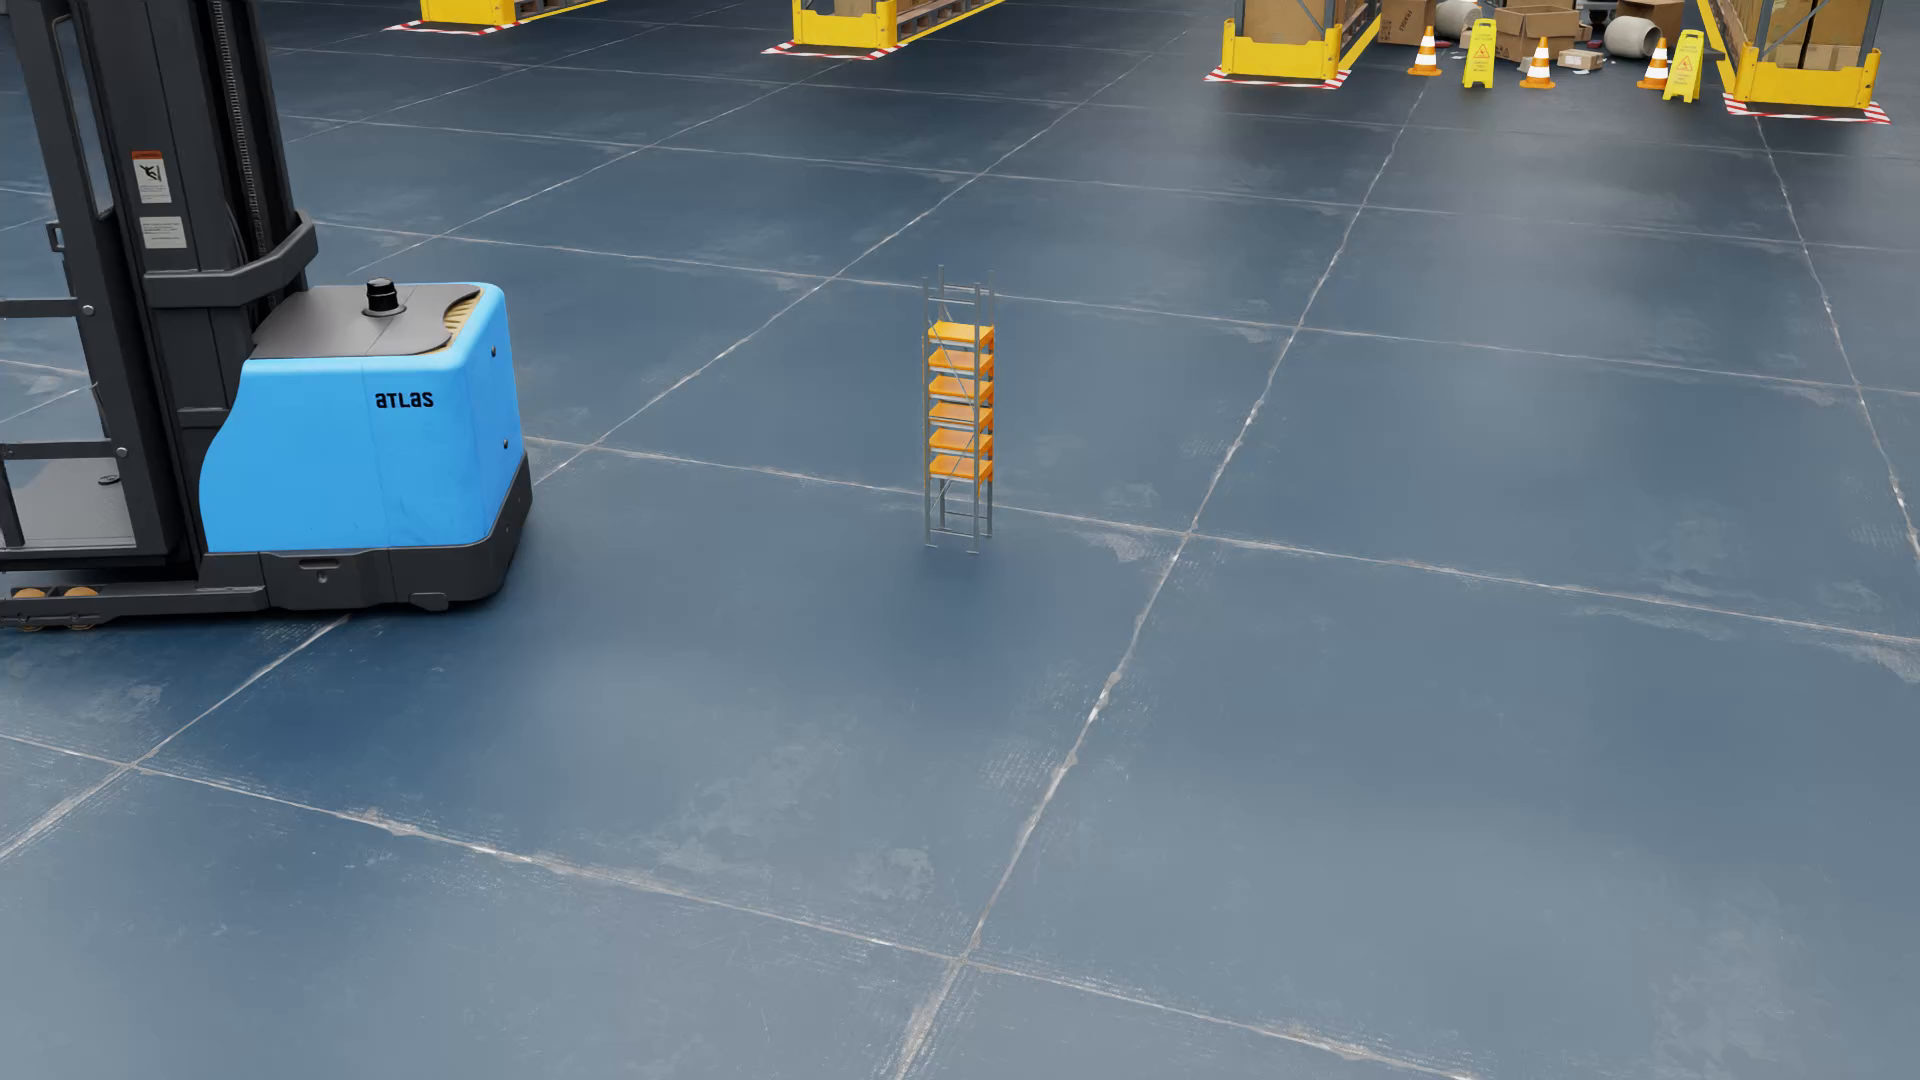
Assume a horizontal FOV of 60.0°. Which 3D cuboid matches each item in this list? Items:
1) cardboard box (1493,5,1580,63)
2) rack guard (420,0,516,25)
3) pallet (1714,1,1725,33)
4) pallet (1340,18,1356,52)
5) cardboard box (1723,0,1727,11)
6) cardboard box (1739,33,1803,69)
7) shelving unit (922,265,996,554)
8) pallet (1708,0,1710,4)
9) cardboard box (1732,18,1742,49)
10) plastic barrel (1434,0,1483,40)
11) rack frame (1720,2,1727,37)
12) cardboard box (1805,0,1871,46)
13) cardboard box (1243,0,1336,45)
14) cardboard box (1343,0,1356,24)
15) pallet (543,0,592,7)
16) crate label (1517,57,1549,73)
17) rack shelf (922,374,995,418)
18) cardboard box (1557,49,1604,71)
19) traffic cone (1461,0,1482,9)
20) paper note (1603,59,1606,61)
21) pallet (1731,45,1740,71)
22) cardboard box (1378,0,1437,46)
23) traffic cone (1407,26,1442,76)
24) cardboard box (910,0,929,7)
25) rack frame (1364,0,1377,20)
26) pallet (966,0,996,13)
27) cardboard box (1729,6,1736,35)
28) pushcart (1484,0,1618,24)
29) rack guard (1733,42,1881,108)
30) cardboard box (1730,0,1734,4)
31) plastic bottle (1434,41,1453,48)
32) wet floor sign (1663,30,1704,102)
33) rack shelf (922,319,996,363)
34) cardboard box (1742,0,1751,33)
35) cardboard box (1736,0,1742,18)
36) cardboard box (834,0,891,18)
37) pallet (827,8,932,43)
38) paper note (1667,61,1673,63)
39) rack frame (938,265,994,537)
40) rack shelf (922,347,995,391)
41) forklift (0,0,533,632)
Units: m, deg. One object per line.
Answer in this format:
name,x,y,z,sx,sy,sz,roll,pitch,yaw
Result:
cardboard box,6.214,-5.487,18.005,0.797,0.503,0.637,-9,27,-18
rack guard,-6.018,-6.590,20.287,1.175,0.500,0.348,9,27,17
pallet,9.606,-6.231,19.876,1.003,0.211,1.213,9,27,17
pallet,3.916,-5.783,18.951,1.003,0.211,1.213,9,27,17
cardboard box,9.521,-6.388,19.534,0.950,0.372,0.625,9,27,18
cardboard box,8.041,-4.854,16.507,0.500,0.250,0.500,9,27,17
shelving unit,-0.005,-0.534,6.976,0.258,1.200,0.189,9,27,17
pallet,10.418,-7.233,21.947,1.003,0.211,1.213,9,27,17
cardboard box,8.381,-5.272,17.370,0.500,0.250,0.500,8,27,16
plastic barrel,5.716,-5.994,19.143,0.421,0.421,0.512,-14,29,-27
rack frame,9.348,-7.165,18.607,1.000,3.000,0.127,9,27,17
cardboard box,8.554,-5.112,16.179,0.500,0.500,0.500,8,27,16
cardboard box,3.479,-5.719,17.576,0.875,0.875,0.875,9,27,18
cardboard box,4.075,-6.455,19.097,0.875,0.875,0.875,9,27,18
pallet,-5.335,-7.293,22.070,1.003,0.211,1.213,9,27,17
crate label,5.987,-4.950,17.317,0.250,0.136,0.298,-5,26,-9
rack shelf,-0.005,-0.602,6.943,0.258,0.103,0.180,9,27,17
cardboard box,6.548,-5.070,17.550,0.250,0.149,0.380,-20,33,-36
traffic cone,6.517,-7.032,21.243,0.336,0.463,0.334,9,27,17
paper note,6.879,-5.185,17.936,0.148,0.019,0.142,20,32,35
pallet,8.754,-5.126,17.595,1.003,0.211,1.213,9,27,17
cardboard box,5.098,-5.931,18.923,0.500,0.500,0.500,14,29,26
traffic cone,4.832,-5.069,17.187,0.336,0.463,0.334,9,27,17
cardboard box,-0.712,-6.782,20.202,0.500,0.500,0.500,11,28,22
rack frame,4.647,-7.842,20.004,1.000,3.000,0.127,9,27,17
pallet,-0.187,-7.066,21.602,1.003,0.211,1.213,9,27,17
cardboard box,8.730,-5.693,18.239,0.500,0.250,0.500,10,28,20
pushcart,7.182,-6.295,19.819,1.648,0.377,0.936,0,26,-1
rack guard,8.043,-4.428,15.821,1.175,0.500,0.348,9,27,17
cardboard box,8.897,-6.251,18.532,0.500,0.500,0.500,10,28,20
plastic bottle,5.390,-5.573,18.690,0.283,0.061,0.133,0,26,-1
wet floor sign,6.945,-4.539,15.885,0.267,0.644,0.232,20,32,35
rack shelf,-0.005,-0.818,6.839,0.258,0.103,0.180,9,27,17
cardboard box,8.208,-5.393,16.759,0.500,0.500,0.500,10,28,19
cardboard box,8.556,-5.817,17.634,0.500,0.500,0.500,10,28,20
cardboard box,-1.104,-6.277,19.159,0.500,0.500,0.500,14,29,27
pallet,-0.999,-6.064,19.532,1.003,0.211,1.213,9,27,17
paper note,7.583,-5.135,17.821,0.142,0.019,0.148,0,26,-1
rack frame,0.026,-0.572,7.054,0.240,1.200,0.006,9,27,17
rack shelf,-0.005,-0.710,6.891,0.258,0.103,0.180,9,27,17
forklift,-3.394,-1.199,6.362,3.031,2.935,1.130,-2,26,-4
